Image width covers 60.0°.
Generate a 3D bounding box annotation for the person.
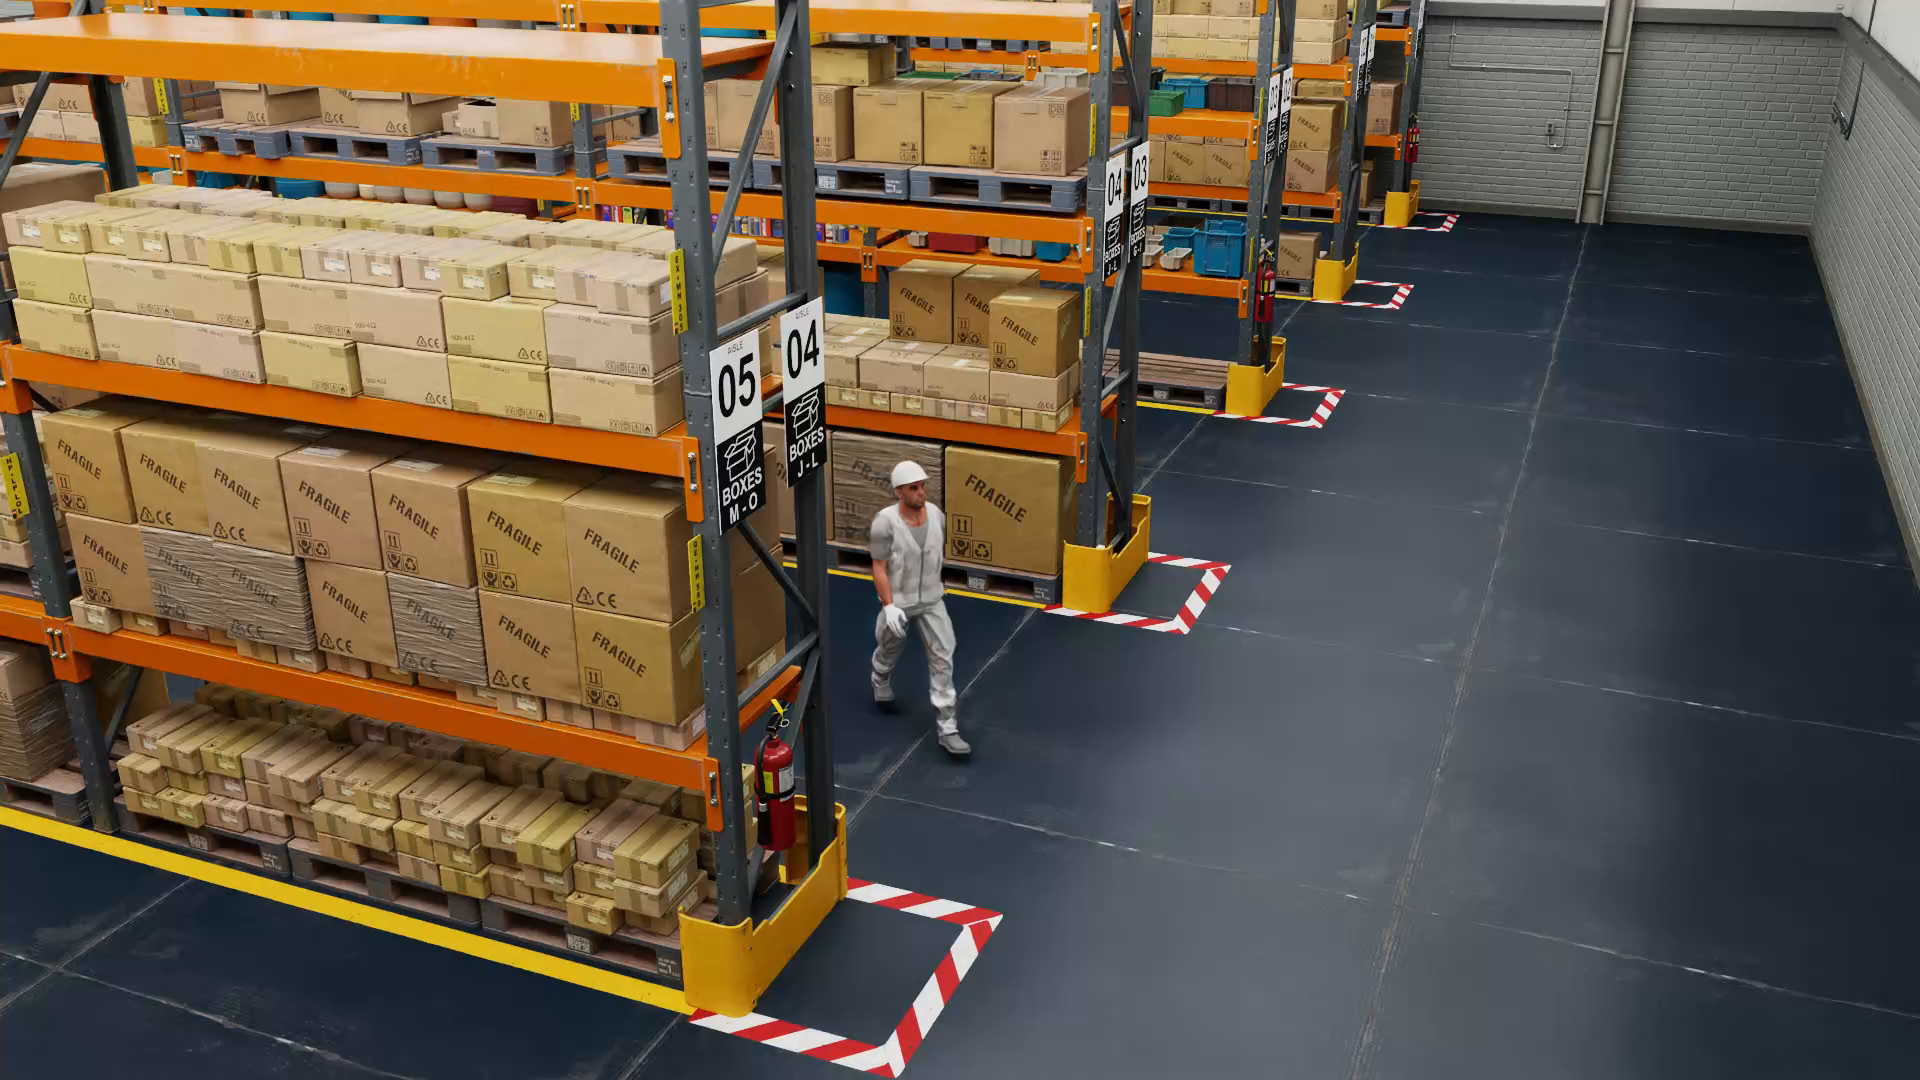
[{"bbox_3d":[-0.281,0.368,10.018,0.525,1.740,1.070,-10,24,-23],"label":"person"}]
